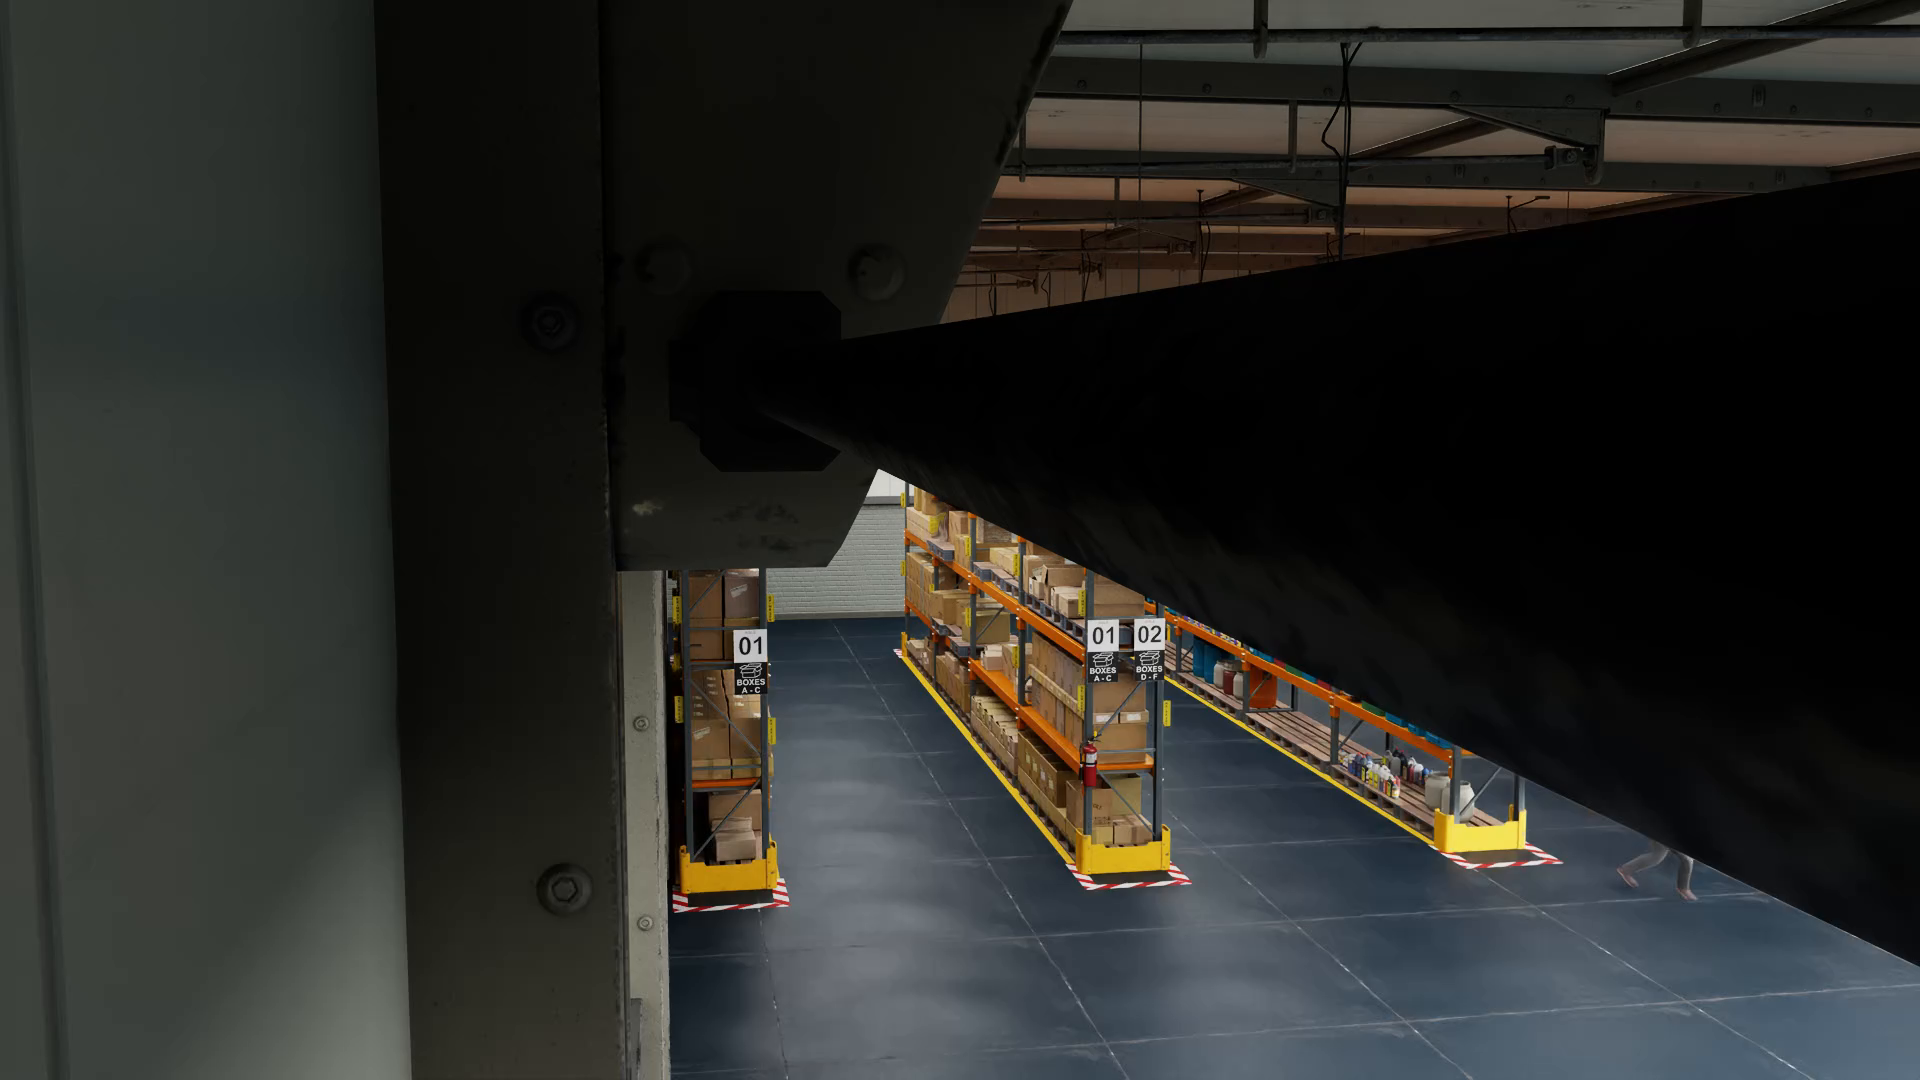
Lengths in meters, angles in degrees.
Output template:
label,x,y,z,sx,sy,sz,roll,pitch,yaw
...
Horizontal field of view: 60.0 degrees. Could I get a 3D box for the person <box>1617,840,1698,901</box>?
label,x,y,z,sx,sy,sz,roll,pitch,yaw
person,8.511,3.566,20.030,1.088,1.459,0.572,5,8,41
